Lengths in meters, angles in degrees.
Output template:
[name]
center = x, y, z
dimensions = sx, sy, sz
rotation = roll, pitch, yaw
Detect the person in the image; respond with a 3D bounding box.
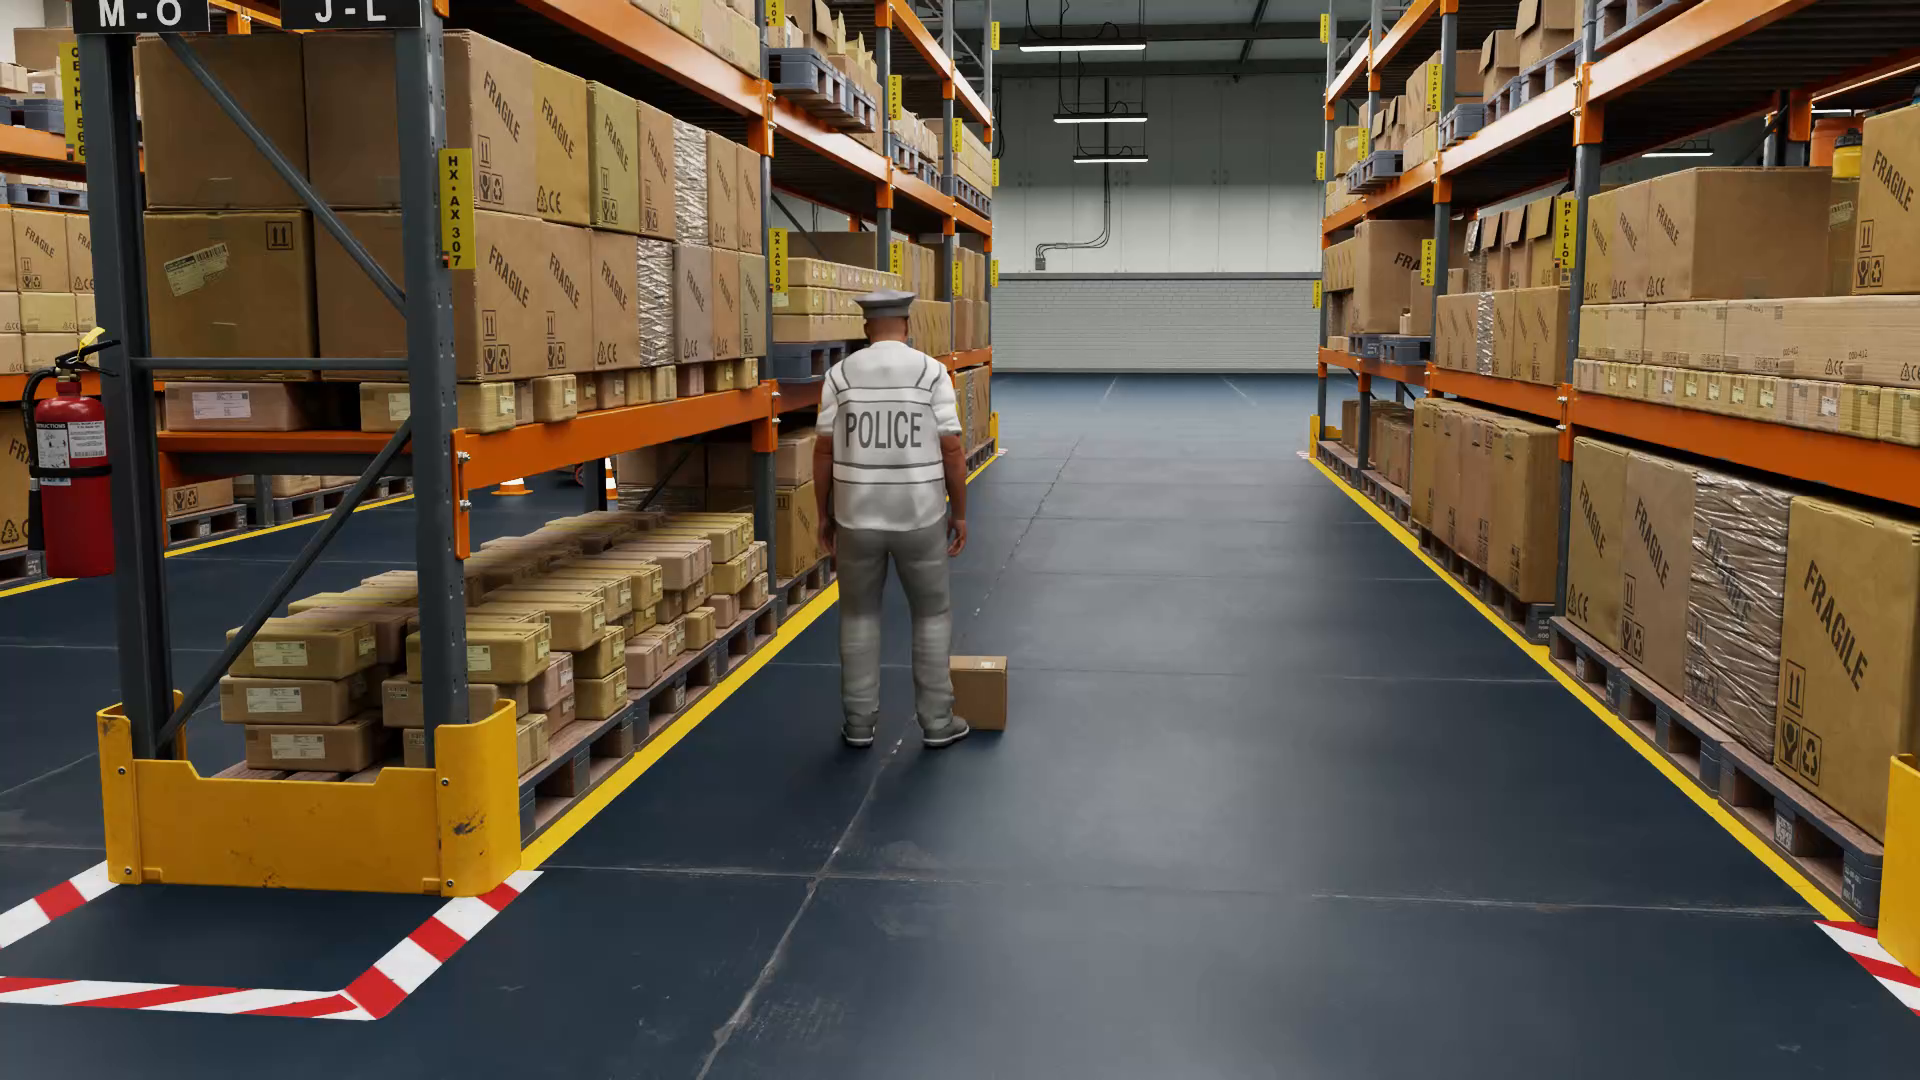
[person]
center = -0.266, -0.081, 6.369
dimensions = 0.586, 1.748, 0.436
rotation = 1, 8, 5
